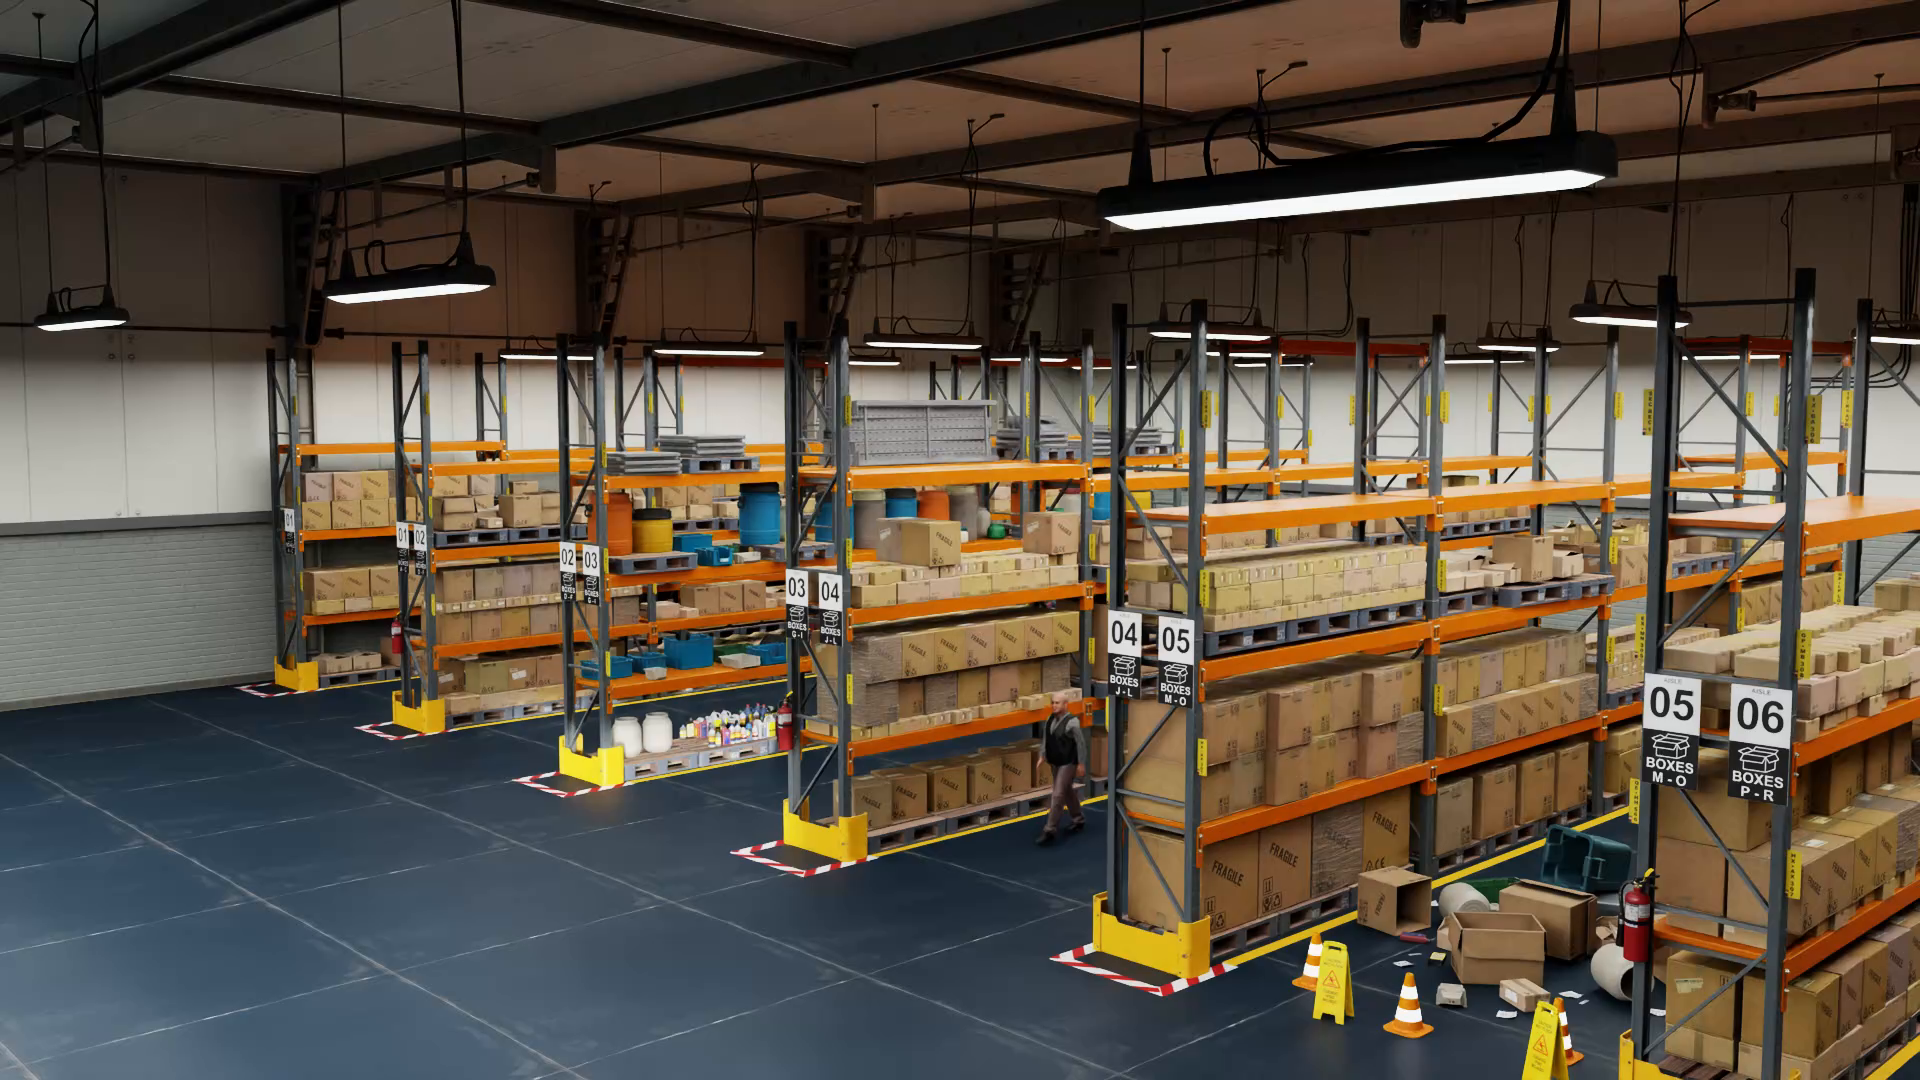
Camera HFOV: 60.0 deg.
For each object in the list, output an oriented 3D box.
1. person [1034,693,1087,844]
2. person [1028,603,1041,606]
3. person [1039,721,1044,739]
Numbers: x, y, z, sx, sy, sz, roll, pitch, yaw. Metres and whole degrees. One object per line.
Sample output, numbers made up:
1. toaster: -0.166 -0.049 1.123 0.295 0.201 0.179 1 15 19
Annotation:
1. person: 1.135 2.620 19.404 0.920 1.681 0.554 -3 6 -33
2. person: 1.508 1.436 33.476 0.455 1.637 0.863 5 7 43
3. person: 1.343 2.282 23.956 0.940 1.615 0.471 -3 6 -34
